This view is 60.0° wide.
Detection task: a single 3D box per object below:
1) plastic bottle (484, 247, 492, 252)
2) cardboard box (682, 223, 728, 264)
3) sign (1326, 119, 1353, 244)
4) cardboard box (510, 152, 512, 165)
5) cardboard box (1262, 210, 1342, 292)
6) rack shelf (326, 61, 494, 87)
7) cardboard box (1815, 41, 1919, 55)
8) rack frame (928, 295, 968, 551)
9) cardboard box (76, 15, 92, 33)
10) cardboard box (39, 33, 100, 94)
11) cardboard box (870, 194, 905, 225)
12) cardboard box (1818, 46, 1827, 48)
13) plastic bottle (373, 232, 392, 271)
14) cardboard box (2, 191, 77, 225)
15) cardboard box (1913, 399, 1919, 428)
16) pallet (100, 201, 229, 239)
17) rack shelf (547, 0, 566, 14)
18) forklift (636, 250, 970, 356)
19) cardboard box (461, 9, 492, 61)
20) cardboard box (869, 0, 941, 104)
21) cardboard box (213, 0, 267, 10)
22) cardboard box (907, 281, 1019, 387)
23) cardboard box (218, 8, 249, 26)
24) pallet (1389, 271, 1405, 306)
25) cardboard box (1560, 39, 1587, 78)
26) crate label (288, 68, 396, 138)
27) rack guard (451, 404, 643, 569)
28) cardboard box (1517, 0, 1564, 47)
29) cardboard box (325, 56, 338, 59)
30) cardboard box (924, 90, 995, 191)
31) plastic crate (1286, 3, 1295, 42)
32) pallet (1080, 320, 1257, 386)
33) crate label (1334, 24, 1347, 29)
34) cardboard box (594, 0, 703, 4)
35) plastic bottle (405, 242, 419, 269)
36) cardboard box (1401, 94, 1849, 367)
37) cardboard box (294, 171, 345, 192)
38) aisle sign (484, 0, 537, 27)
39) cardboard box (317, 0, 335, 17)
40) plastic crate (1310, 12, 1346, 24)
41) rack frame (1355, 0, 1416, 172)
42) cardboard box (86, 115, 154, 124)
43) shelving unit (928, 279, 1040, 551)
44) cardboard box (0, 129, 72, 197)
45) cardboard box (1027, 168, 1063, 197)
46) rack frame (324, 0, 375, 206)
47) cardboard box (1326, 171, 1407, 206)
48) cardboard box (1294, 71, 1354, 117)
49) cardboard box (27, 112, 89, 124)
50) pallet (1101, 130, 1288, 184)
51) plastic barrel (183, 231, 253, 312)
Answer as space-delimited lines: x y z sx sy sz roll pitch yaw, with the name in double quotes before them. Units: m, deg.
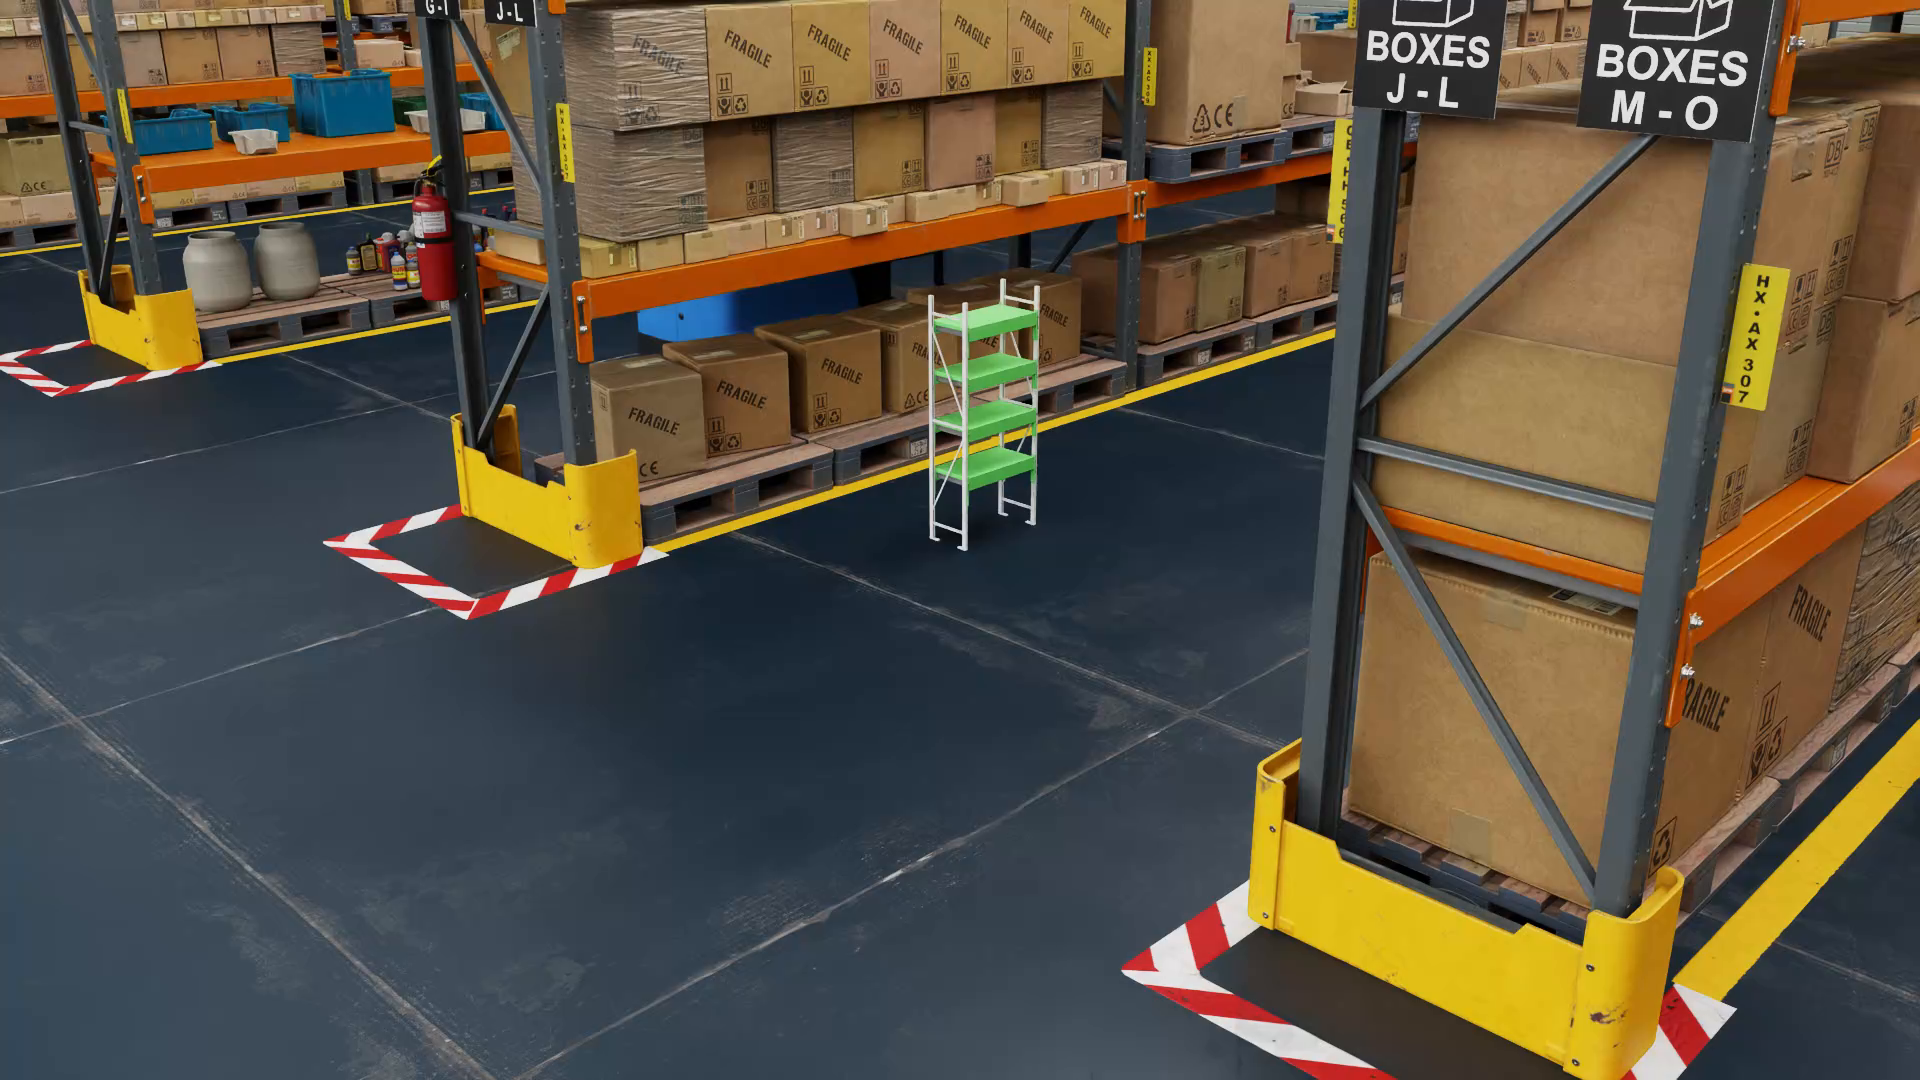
"plastic bottle" -3.613 -2.145 12.762 0.097 0.201 0.097 0 21 0
"cardboard box" -1.331 -1.442 7.997 0.380 0.149 0.250 19 28 41
"sign" 1.030 -0.949 4.419 0.100 0.325 0.005 19 28 41
"cardboard box" -4.848 -4.284 18.288 0.500 0.250 0.500 -20 28 -41
"cardboard box" 2.676 -2.198 12.484 0.700 0.500 0.500 16 26 36
"rack shelf" -4.984 -5.113 18.199 1.077 0.370 4.000 19 28 41
"cardboard box" 3.617 -1.504 6.093 0.875 0.550 0.550 19 28 41
"rack frame" -0.055 -0.540 7.807 0.240 1.200 0.015 19 28 41
"cardboard box" -7.844 -4.634 14.908 0.380 0.149 0.250 19 28 40
"cardboard box" -8.121 -4.332 15.026 0.700 0.500 0.500 19 28 41
"cardboard box" -0.509 -1.781 8.878 0.380 0.149 0.250 19 28 41
"cardboard box" 9.075 -5.248 17.897 0.250 0.149 0.380 -20 28 -41
"plastic bottle" -4.460 -2.240 12.903 0.152 0.276 0.135 20 28 41
"cardboard box" -8.290 -3.031 15.026 0.500 0.250 0.500 19 28 41
"cardboard box" 2.824 -0.741 5.614 0.875 0.550 0.500 19 28 41
"pallet" -7.815 -3.124 15.908 1.003 0.211 1.213 19 28 41
"rack shelf" -0.679 -3.005 8.533 1.077 0.370 4.000 19 28 41
"forklift" -0.674 -2.670 10.937 3.031 2.935 1.130 -19 28 -40
"cardboard box" -5.115 -5.439 17.905 0.500 0.500 0.500 19 28 41
"cardboard box" -0.449 -2.537 8.547 0.500 0.500 0.500 19 28 41
"cardboard box" -7.036 -5.341 15.842 0.700 0.500 0.500 19 28 41
"cardboard box" 0.014 -1.242 10.023 0.500 0.500 0.500 -11 23 -25
"cardboard box" -6.952 -4.962 15.760 0.380 0.149 0.250 19 28 41
"pallet" 2.960 -1.980 12.933 1.003 0.211 1.213 19 28 41
"cardboard box" 5.104 -3.980 14.109 0.500 0.500 0.500 19 28 41
"crate label" -4.533 -3.223 12.230 0.502 0.435 0.616 19 28 41
"rack guard" -2.021 -0.279 8.103 1.175 0.500 0.348 19 28 41
"cardboard box" 4.485 -4.348 13.669 0.637 0.503 0.797 -19 28 -41
"cardboard box" -8.048 -6.261 22.010 0.500 0.250 0.500 -20 28 -41
"cardboard box" -0.293 -2.266 9.236 0.875 0.500 0.500 19 28 41
"plastic crate" 3.551 -5.975 19.266 0.402 0.464 0.583 19 28 41
"pallet" 1.258 -1.353 11.301 1.003 0.211 1.213 19 28 41
"crate label" 4.710 -6.280 20.517 0.396 0.136 0.243 19 28 41
"cardboard box" -1.523 -2.412 8.220 0.500 0.500 0.500 19 28 41
"plastic bottle" -4.261 -2.214 12.941 0.097 0.201 0.097 0 21 0
"cardboard box" 1.696 -0.819 4.309 0.875 0.550 0.550 19 28 41
"cardboard box" -6.546 -3.673 16.698 0.500 0.250 0.500 19 28 41
"aisle sign" -1.903 -2.549 6.901 0.394 0.787 0.004 19 28 41
"cardboard box" -8.314 -7.005 21.365 0.700 0.500 0.500 19 28 41
"plastic crate" 4.671 -6.578 21.158 0.416 0.233 0.300 19 28 41
"rack frame" 3.507 -3.483 12.954 1.000 3.000 0.127 19 28 41
"cardboard box" -7.972 -3.770 15.905 0.500 0.500 0.500 19 28 41
"shelving unit" 0.115 -0.603 7.970 0.258 1.200 0.503 19 28 41
"cardboard box" -8.288 -3.380 14.890 0.500 0.500 0.500 19 28 41
"cardboard box" 0.378 -2.097 9.700 0.380 0.149 0.250 19 28 41
"rack frame" -6.379 -4.935 16.732 1.000 3.000 0.127 19 28 41
"cardboard box" 3.061 -2.691 12.722 0.500 0.250 0.500 -19 28 -40
"cardboard box" 2.537 -3.120 11.612 0.396 0.266 0.258 18 28 39
"cardboard box" -10.626 -4.935 19.605 0.500 0.500 0.500 17 27 37
"pallet" 1.354 -2.525 10.730 1.003 0.211 1.213 19 28 41
"plastic barrel" -5.219 -1.889 11.690 0.421 0.512 0.421 0 21 0
